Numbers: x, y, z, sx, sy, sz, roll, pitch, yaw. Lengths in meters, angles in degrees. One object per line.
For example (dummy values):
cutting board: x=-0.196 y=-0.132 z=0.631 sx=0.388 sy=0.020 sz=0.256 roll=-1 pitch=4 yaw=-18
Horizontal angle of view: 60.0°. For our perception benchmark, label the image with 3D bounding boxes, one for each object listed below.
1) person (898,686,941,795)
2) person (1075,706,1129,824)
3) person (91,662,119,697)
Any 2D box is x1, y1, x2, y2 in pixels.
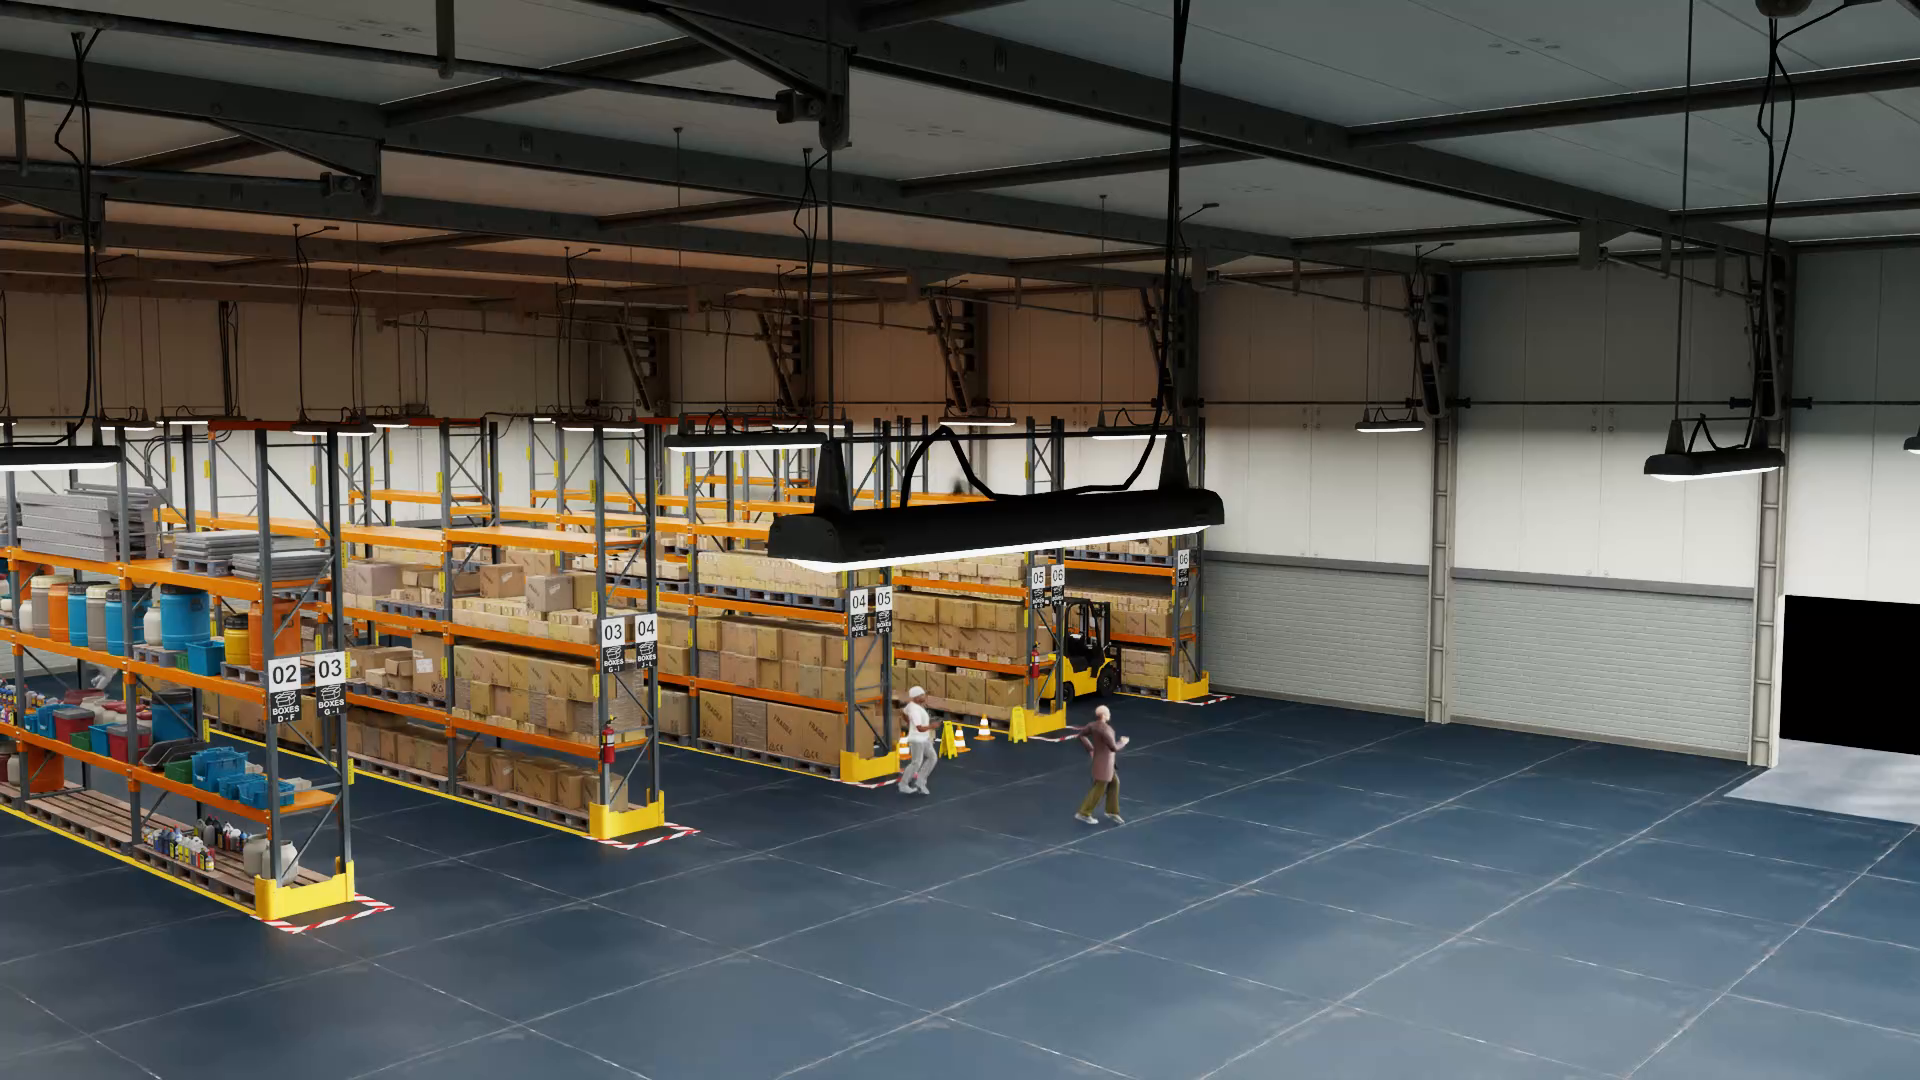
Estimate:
person: x=-0.646 y=3.236 z=26.726 sx=0.707 sy=1.795 sz=0.676 roll=1 pitch=5 yaw=7
person: x=2.106 y=3.381 z=24.781 sx=0.865 sy=1.846 sz=0.674 roll=-1 pitch=5 yaw=-13
person: x=-18.288 y=2.515 z=35.555 sx=0.557 sy=1.710 sz=0.629 roll=-4 pitch=6 yaw=-38
